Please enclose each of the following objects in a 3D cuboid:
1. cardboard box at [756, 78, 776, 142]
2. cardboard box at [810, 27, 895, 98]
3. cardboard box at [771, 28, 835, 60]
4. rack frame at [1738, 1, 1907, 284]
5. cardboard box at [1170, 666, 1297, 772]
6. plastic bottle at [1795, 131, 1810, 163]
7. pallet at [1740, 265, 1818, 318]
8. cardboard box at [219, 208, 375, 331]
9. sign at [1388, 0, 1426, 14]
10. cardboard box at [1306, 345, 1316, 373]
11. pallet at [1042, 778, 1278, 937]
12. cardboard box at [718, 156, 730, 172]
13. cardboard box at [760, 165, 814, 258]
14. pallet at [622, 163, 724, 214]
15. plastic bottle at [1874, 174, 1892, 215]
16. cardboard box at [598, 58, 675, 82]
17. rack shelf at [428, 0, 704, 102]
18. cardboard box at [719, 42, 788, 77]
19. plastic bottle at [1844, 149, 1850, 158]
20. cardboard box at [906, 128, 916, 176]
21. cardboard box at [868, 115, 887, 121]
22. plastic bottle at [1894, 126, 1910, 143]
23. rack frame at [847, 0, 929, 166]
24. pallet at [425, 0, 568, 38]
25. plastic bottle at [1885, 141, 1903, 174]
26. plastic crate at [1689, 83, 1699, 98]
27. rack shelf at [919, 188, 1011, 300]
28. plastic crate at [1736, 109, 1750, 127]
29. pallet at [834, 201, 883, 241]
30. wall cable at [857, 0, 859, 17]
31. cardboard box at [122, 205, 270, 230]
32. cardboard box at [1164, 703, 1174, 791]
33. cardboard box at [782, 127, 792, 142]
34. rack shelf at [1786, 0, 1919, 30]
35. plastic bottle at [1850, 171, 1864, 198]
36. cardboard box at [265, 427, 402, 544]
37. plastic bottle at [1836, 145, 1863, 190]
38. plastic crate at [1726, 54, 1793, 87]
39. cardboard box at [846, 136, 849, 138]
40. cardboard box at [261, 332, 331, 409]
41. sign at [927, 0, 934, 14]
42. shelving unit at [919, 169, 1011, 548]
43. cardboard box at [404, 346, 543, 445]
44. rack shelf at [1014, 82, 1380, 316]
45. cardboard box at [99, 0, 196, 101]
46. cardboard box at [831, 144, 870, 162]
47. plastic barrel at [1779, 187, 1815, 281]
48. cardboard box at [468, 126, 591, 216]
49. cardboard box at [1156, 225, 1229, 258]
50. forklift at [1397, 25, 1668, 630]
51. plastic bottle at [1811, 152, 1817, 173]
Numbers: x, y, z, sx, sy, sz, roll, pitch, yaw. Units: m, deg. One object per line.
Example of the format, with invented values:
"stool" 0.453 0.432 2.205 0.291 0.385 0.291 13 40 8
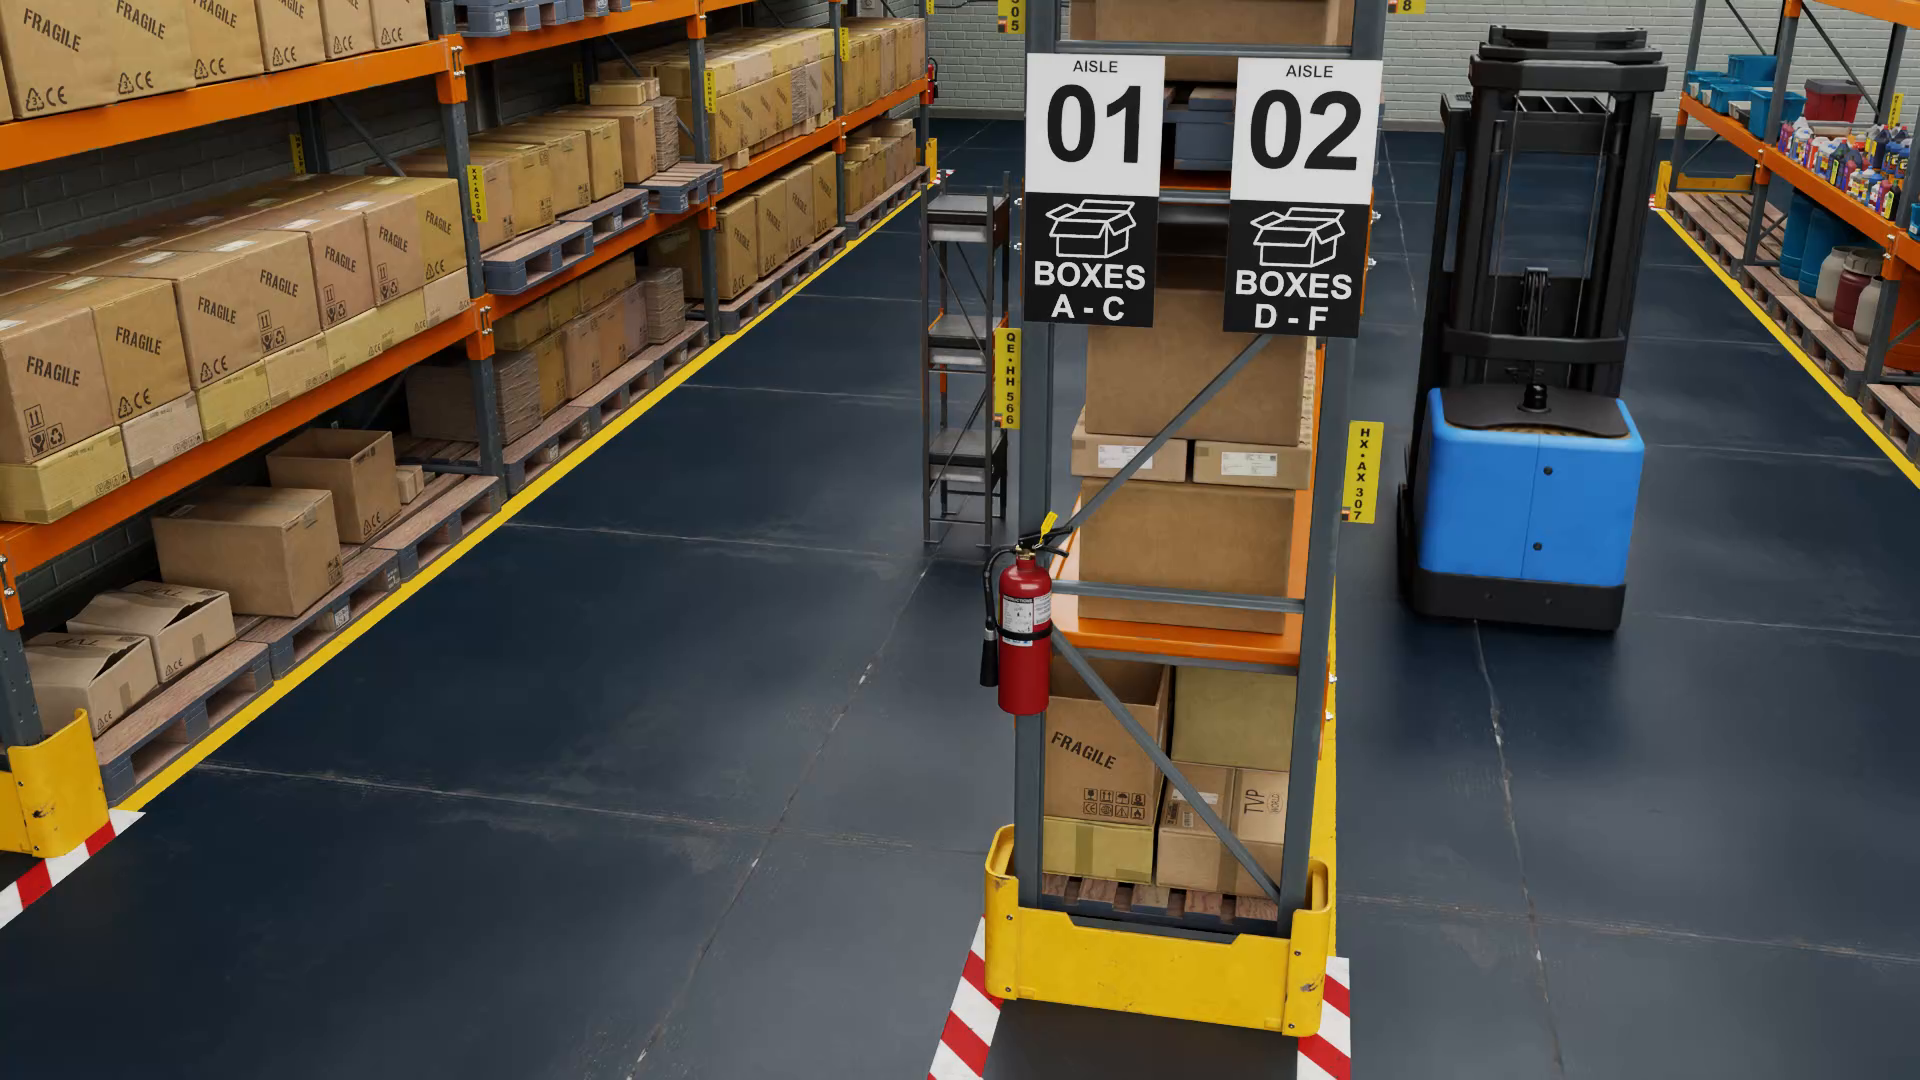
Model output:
"cardboard box" -1.962 -3.839 14.811 0.500 0.500 0.500 4 22 11
"cardboard box" -1.294 -5.447 18.962 0.980 0.700 0.700 3 22 8
"cardboard box" -1.559 -4.929 16.513 0.500 0.250 0.500 5 22 12
"rack frame" 7.985 -3.822 15.329 1.000 3.000 0.127 4 22 11
"cardboard box" 1.115 0.558 6.567 0.500 0.500 0.500 4 22 11
"plastic bottle" 7.392 -3.448 14.572 0.097 0.271 0.097 0 22 0
"pallet" 7.787 -2.250 15.157 1.003 0.211 1.213 4 22 11
"cardboard box" -3.350 -1.376 8.426 0.500 0.500 0.500 4 22 9
"sign" 1.230 -1.602 4.524 0.100 0.325 0.005 4 22 11
"cardboard box" 1.188 -0.665 6.486 0.380 0.149 0.250 4 22 9
"pallet" 0.803 1.198 6.596 1.003 0.211 1.213 4 22 11
"cardboard box" -2.176 -3.202 14.097 0.380 0.149 0.250 5 22 12
"cardboard box" -1.898 -3.202 16.105 0.750 0.750 0.750 5 23 13
"pallet" -2.571 -2.757 12.940 1.213 0.211 1.003 4 22 11
"plastic bottle" 6.881 -2.570 12.376 0.061 0.283 0.133 4 22 11
"cardboard box" -2.691 -3.842 13.815 0.500 0.250 0.500 5 22 12
"rack shelf" -2.938 -3.441 11.330 1.077 0.370 4.000 4 22 11
"cardboard box" -1.880 -4.369 15.125 0.500 0.250 0.500 4 22 10
"plastic bottle" 7.191 -3.015 13.482 0.061 0.283 0.133 4 22 11
"cardboard box" -0.943 -4.812 20.570 0.700 0.500 0.500 4 22 11
"cardboard box" -1.113 -5.174 20.601 0.380 0.149 0.250 5 22 11
"plastic bottle" 8.080 -3.371 14.274 0.144 0.351 0.185 4 22 11
"rack frame" -0.898 -6.040 20.836 1.000 3.000 0.127 4 22 11
"pallet" -3.116 -3.174 9.955 1.213 0.211 1.003 4 22 11
"plastic bottle" 7.890 -3.229 14.029 0.097 0.271 0.097 0 22 0
"plastic crate" 8.282 -5.014 18.562 0.250 0.136 0.298 4 22 11
"rack shelf" 0.034 -1.671 9.355 0.431 0.518 0.480 4 22 11
"plastic crate" 7.950 -4.152 16.436 0.437 0.125 0.590 4 22 11
"pallet" -1.482 -3.556 18.401 1.003 0.211 1.213 4 22 11
"wall cable" -1.562 -7.052 21.988 0.084 1.984 1.851 4 22 11
"cardboard box" -3.863 -1.413 8.516 0.500 0.500 0.500 5 22 12
"cardboard box" 0.598 0.866 6.807 0.500 0.250 0.500 4 22 11
"cardboard box" -1.808 -3.864 15.741 0.380 0.149 0.250 4 22 9
"rack shelf" 7.577 -4.148 13.087 1.077 0.370 4.000 4 22 11
"plastic bottle" 7.041 -2.786 13.023 0.097 0.201 0.097 0 22 0
"cardboard box" -3.519 -0.314 9.374 0.500 0.500 0.500 3 22 7
"plastic bottle" 7.140 -2.990 13.328 0.144 0.351 0.185 4 22 11
"plastic crate" 8.915 -5.193 18.604 0.616 0.435 0.499 4 22 11
"cardboard box" -1.474 -4.523 18.985 0.380 0.149 0.250 5 22 11
"cardboard box" -3.445 -0.844 8.109 0.500 0.250 0.500 5 22 11
"sign" -0.369 -6.641 20.461 0.100 0.325 0.005 4 22 11
"shelving unit" 0.034 -1.035 9.612 0.431 2.100 0.503 4 22 11
"cardboard box" -3.212 -0.967 10.996 0.700 0.500 0.500 5 23 13
"rack shelf" 1.096 -1.602 6.763 1.077 0.370 4.000 4 22 11
"cardboard box" -3.603 -2.123 6.934 0.500 0.500 0.500 6 23 13
"cardboard box" -1.212 -4.291 18.408 0.380 0.149 0.250 5 23 13
"plastic barrel" 7.857 -2.846 15.152 0.600 0.901 0.708 4 22 11
"cardboard box" -2.984 -2.533 11.404 0.700 0.500 0.500 8 23 18
"cardboard box" 0.908 -0.843 6.060 0.700 0.500 0.500 4 22 10
"forklift" 3.207 -1.417 9.449 1.130 2.935 3.031 5 22 12
"plastic bottle" 7.278 -3.211 14.077 0.097 0.201 0.097 0 22 0
